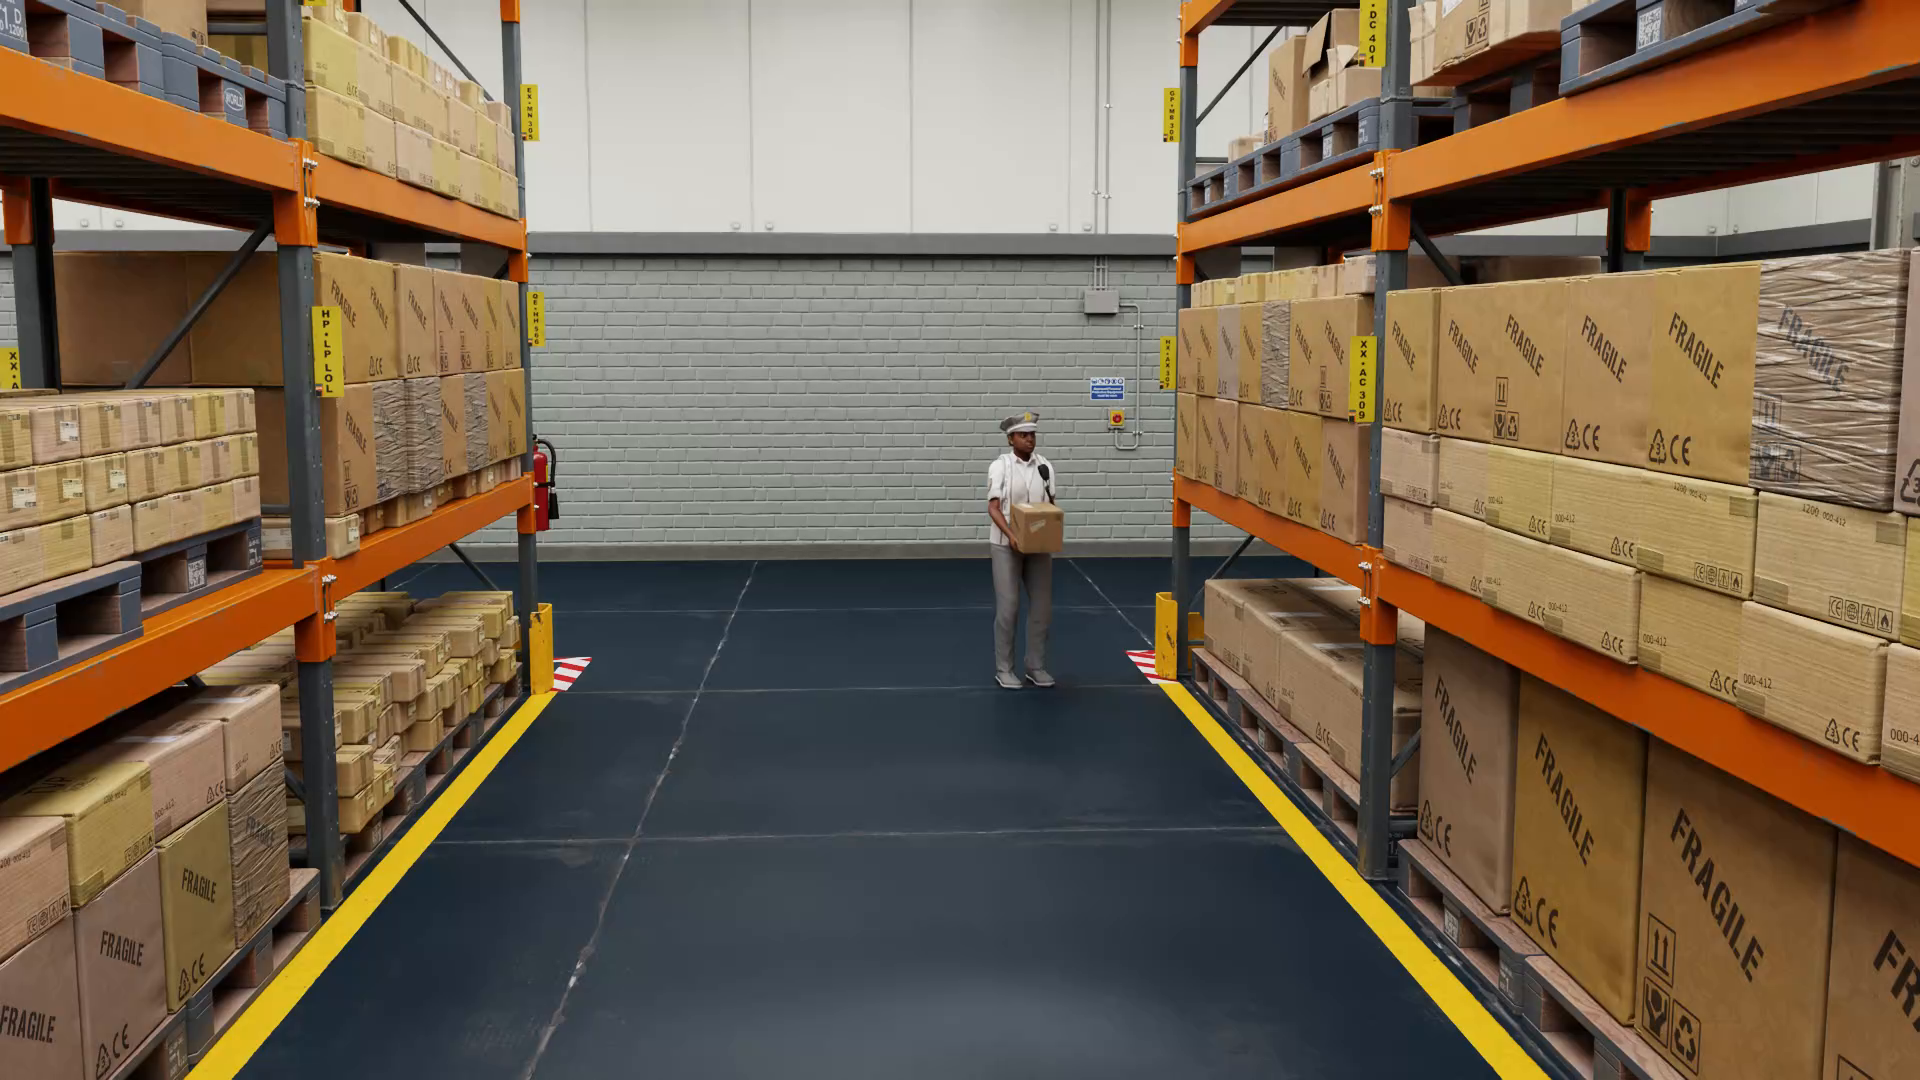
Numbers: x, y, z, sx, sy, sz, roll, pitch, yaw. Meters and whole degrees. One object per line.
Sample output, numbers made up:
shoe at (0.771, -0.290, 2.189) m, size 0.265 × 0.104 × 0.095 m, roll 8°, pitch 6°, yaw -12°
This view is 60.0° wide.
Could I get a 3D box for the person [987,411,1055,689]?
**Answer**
person at (0.399, 0.057, 10.194) m, size 0.451 × 1.689 × 0.522 m, roll -2°, pitch 7°, yaw -18°
